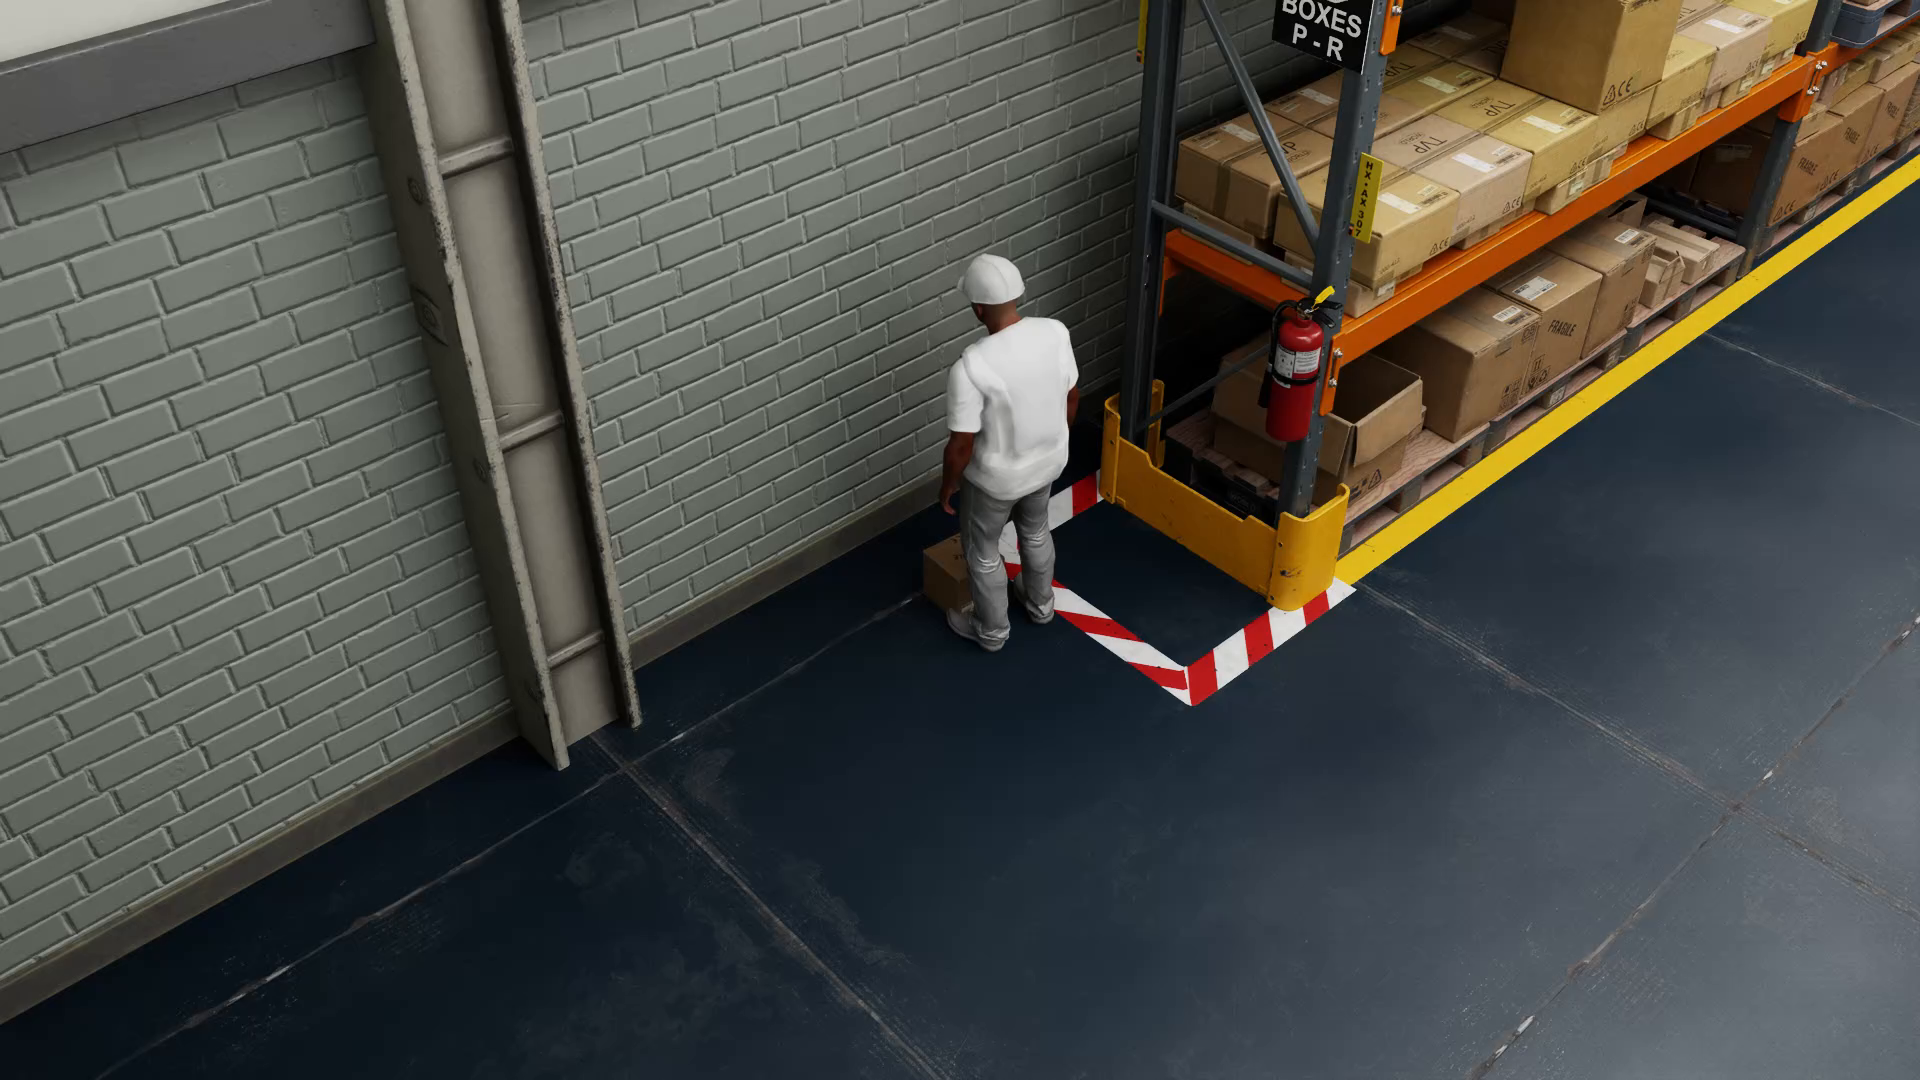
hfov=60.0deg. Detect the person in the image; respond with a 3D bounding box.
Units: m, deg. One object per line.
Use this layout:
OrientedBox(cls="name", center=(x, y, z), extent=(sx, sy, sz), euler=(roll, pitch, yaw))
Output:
OrientedBox(cls="person", center=(0.176, -0.330, 6.522), extent=(0.625, 1.661, 0.357), euler=(-25, 46, -27))
